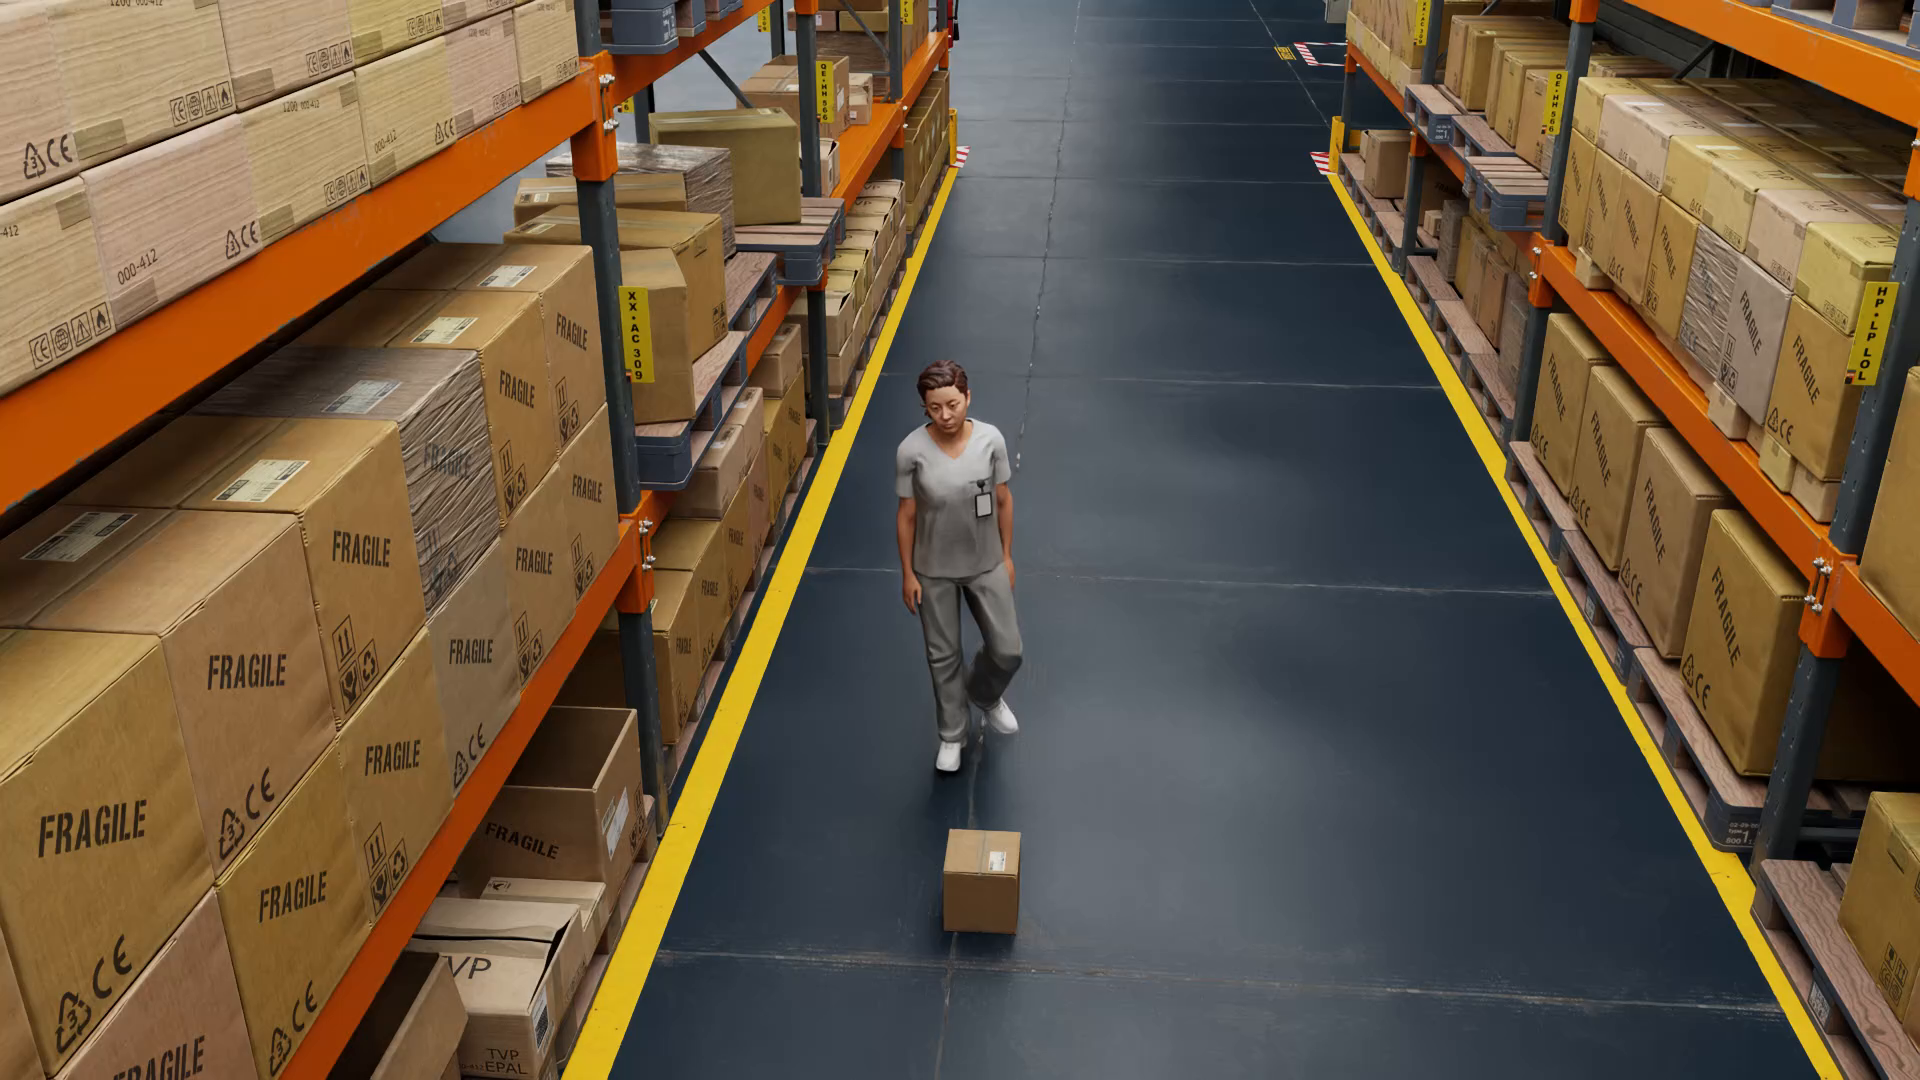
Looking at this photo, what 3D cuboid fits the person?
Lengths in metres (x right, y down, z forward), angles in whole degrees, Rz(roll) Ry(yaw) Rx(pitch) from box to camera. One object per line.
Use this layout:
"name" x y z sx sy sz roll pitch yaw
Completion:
"person" -0.005 0.077 6.386 0.498 1.665 0.459 -2 25 -5
